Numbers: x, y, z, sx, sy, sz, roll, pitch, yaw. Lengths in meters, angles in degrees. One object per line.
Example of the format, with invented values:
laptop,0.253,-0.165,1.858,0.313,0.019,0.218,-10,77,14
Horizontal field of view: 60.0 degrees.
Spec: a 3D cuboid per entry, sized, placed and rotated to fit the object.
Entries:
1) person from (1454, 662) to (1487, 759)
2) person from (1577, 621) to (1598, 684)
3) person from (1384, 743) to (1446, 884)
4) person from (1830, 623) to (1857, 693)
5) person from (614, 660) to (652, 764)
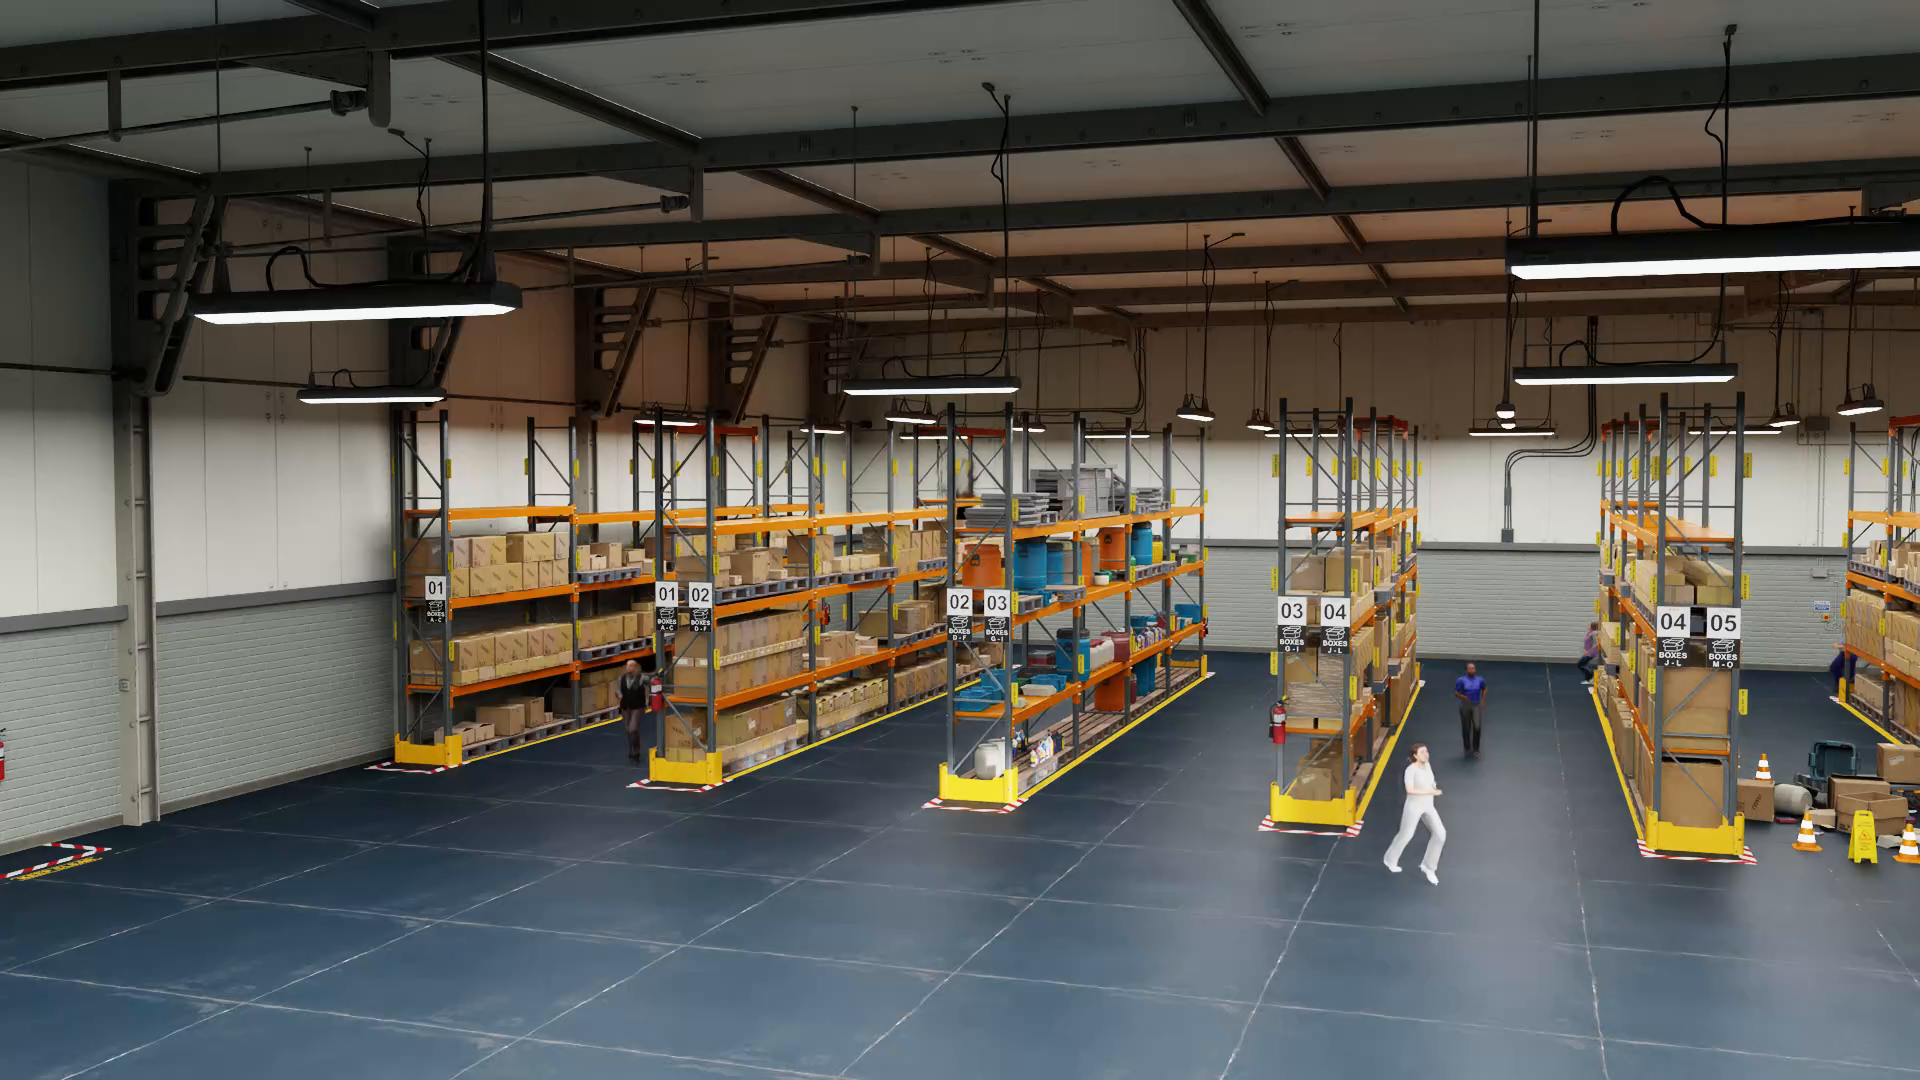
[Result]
person,8.832,2.957,28.774,0.571,1.692,0.709,1,3,13
person,14.519,2.617,38.449,0.470,1.509,0.626,1,3,26
person,5.577,3.300,20.234,0.572,1.697,0.851,-1,3,-28
person,19.635,2.624,36.779,0.668,1.632,0.616,1,3,22
person,-5.587,2.940,28.409,0.668,1.795,0.742,1,3,14
